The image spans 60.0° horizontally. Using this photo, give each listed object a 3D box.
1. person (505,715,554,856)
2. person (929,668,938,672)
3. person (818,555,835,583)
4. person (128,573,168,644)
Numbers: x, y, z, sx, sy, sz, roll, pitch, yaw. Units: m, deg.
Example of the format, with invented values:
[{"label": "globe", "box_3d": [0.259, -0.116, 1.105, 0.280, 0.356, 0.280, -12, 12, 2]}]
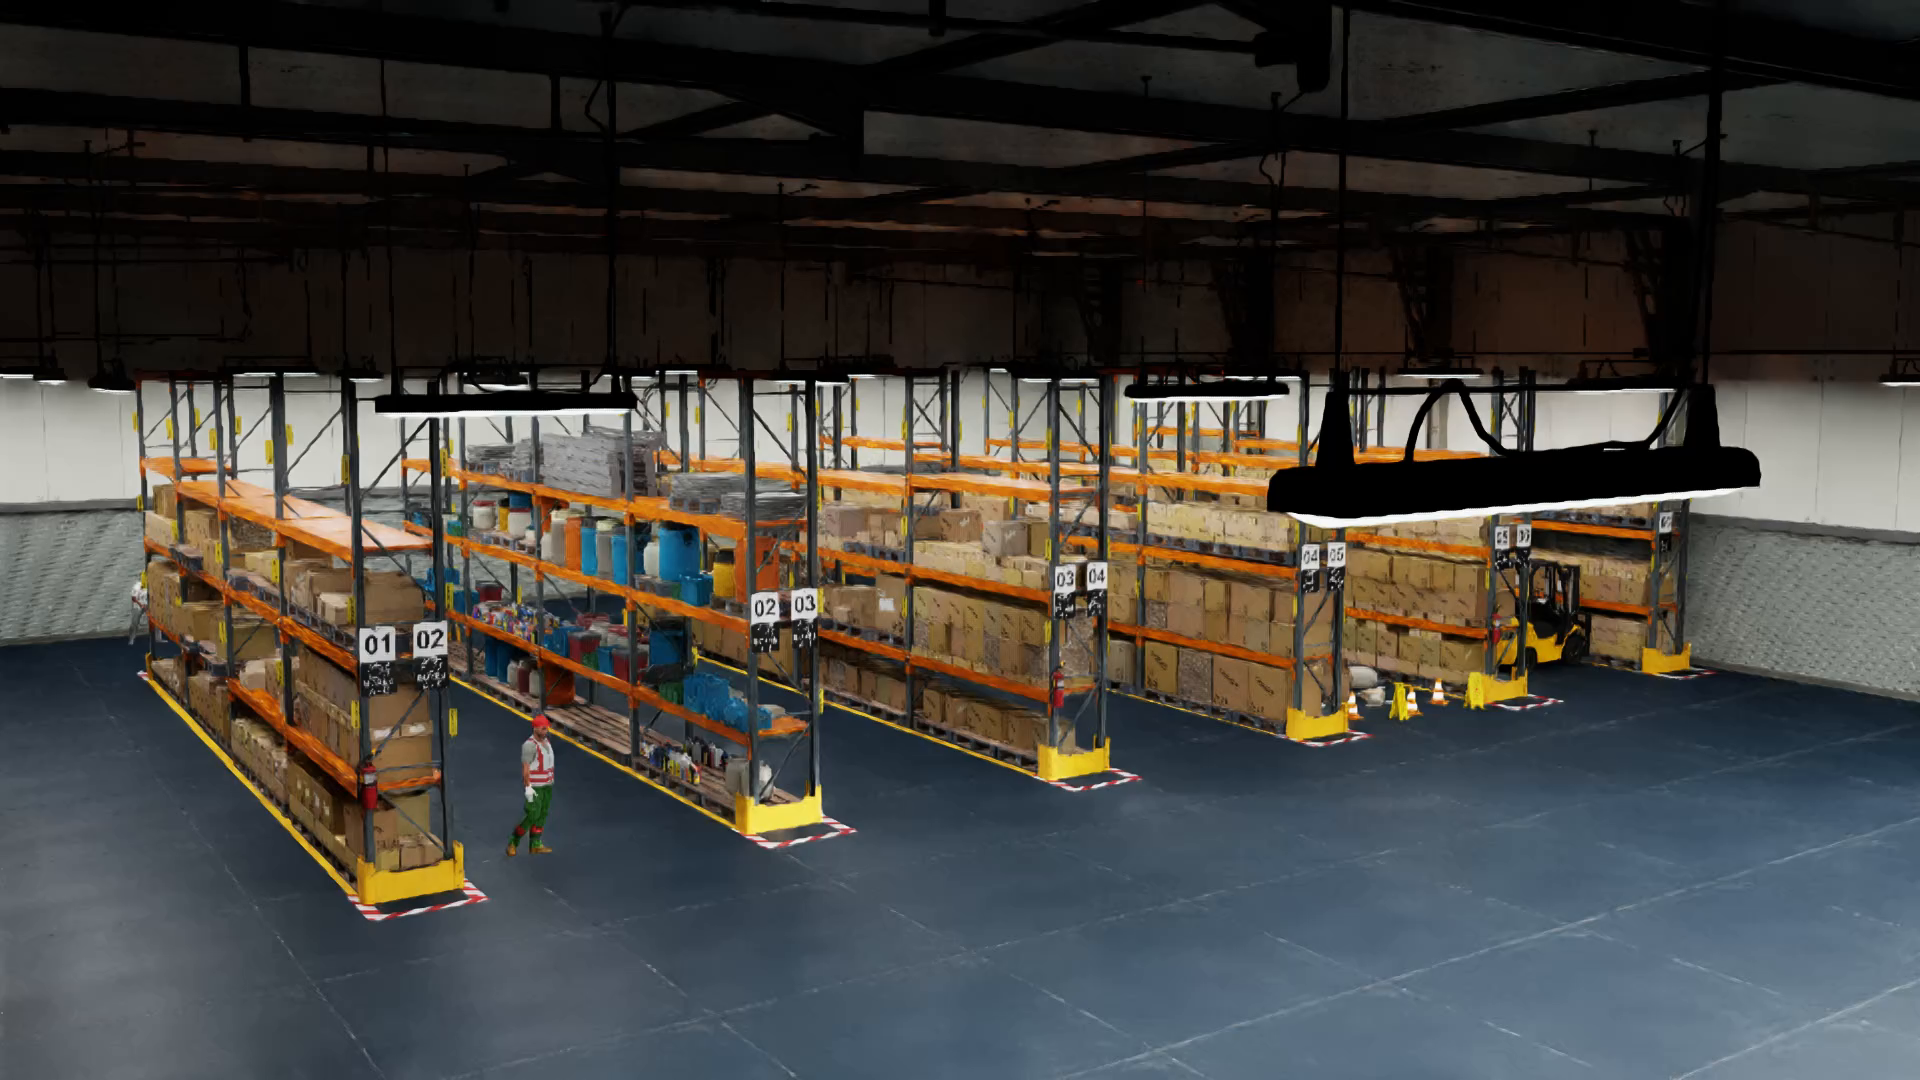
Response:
[{"label": "person", "box_3d": [-5.394, 3.087, 20.909, 0.531, 1.778, 0.721, 2, 7, 18]}, {"label": "person", "box_3d": [-0.337, 1.822, 32.866, 0.639, 1.631, 0.502, -5, 8, -35]}, {"label": "person", "box_3d": [-3.657, 0.372, 45.249, 0.618, 1.724, 0.937, -1, 6, -6]}, {"label": "person", "box_3d": [-17.690, 1.458, 36.073, 0.809, 1.610, 0.626, 5, 8, 38]}]
